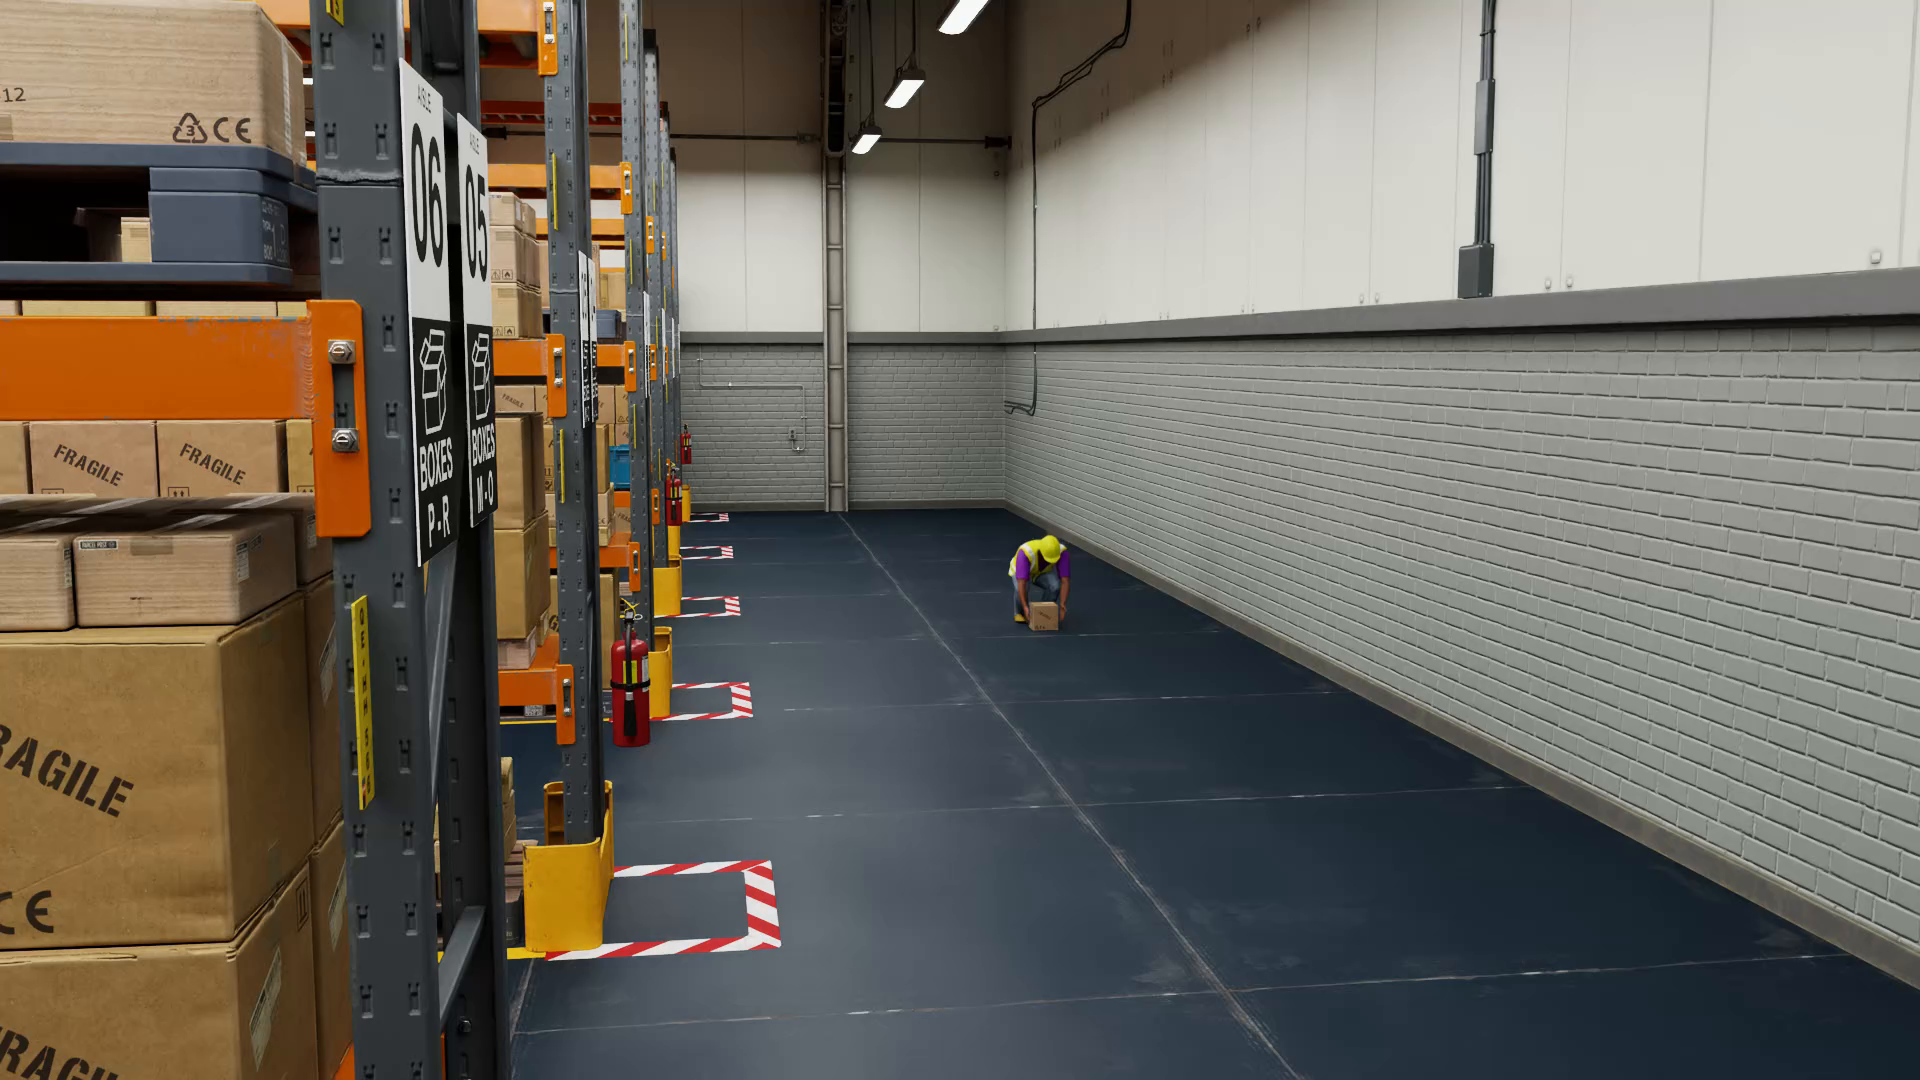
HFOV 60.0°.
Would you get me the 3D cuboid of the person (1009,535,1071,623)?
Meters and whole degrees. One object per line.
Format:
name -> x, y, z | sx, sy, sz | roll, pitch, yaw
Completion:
person -> 0.818, 0.383, 16.917 | 0.572, 0.942, 0.896 | -1, 7, -9
